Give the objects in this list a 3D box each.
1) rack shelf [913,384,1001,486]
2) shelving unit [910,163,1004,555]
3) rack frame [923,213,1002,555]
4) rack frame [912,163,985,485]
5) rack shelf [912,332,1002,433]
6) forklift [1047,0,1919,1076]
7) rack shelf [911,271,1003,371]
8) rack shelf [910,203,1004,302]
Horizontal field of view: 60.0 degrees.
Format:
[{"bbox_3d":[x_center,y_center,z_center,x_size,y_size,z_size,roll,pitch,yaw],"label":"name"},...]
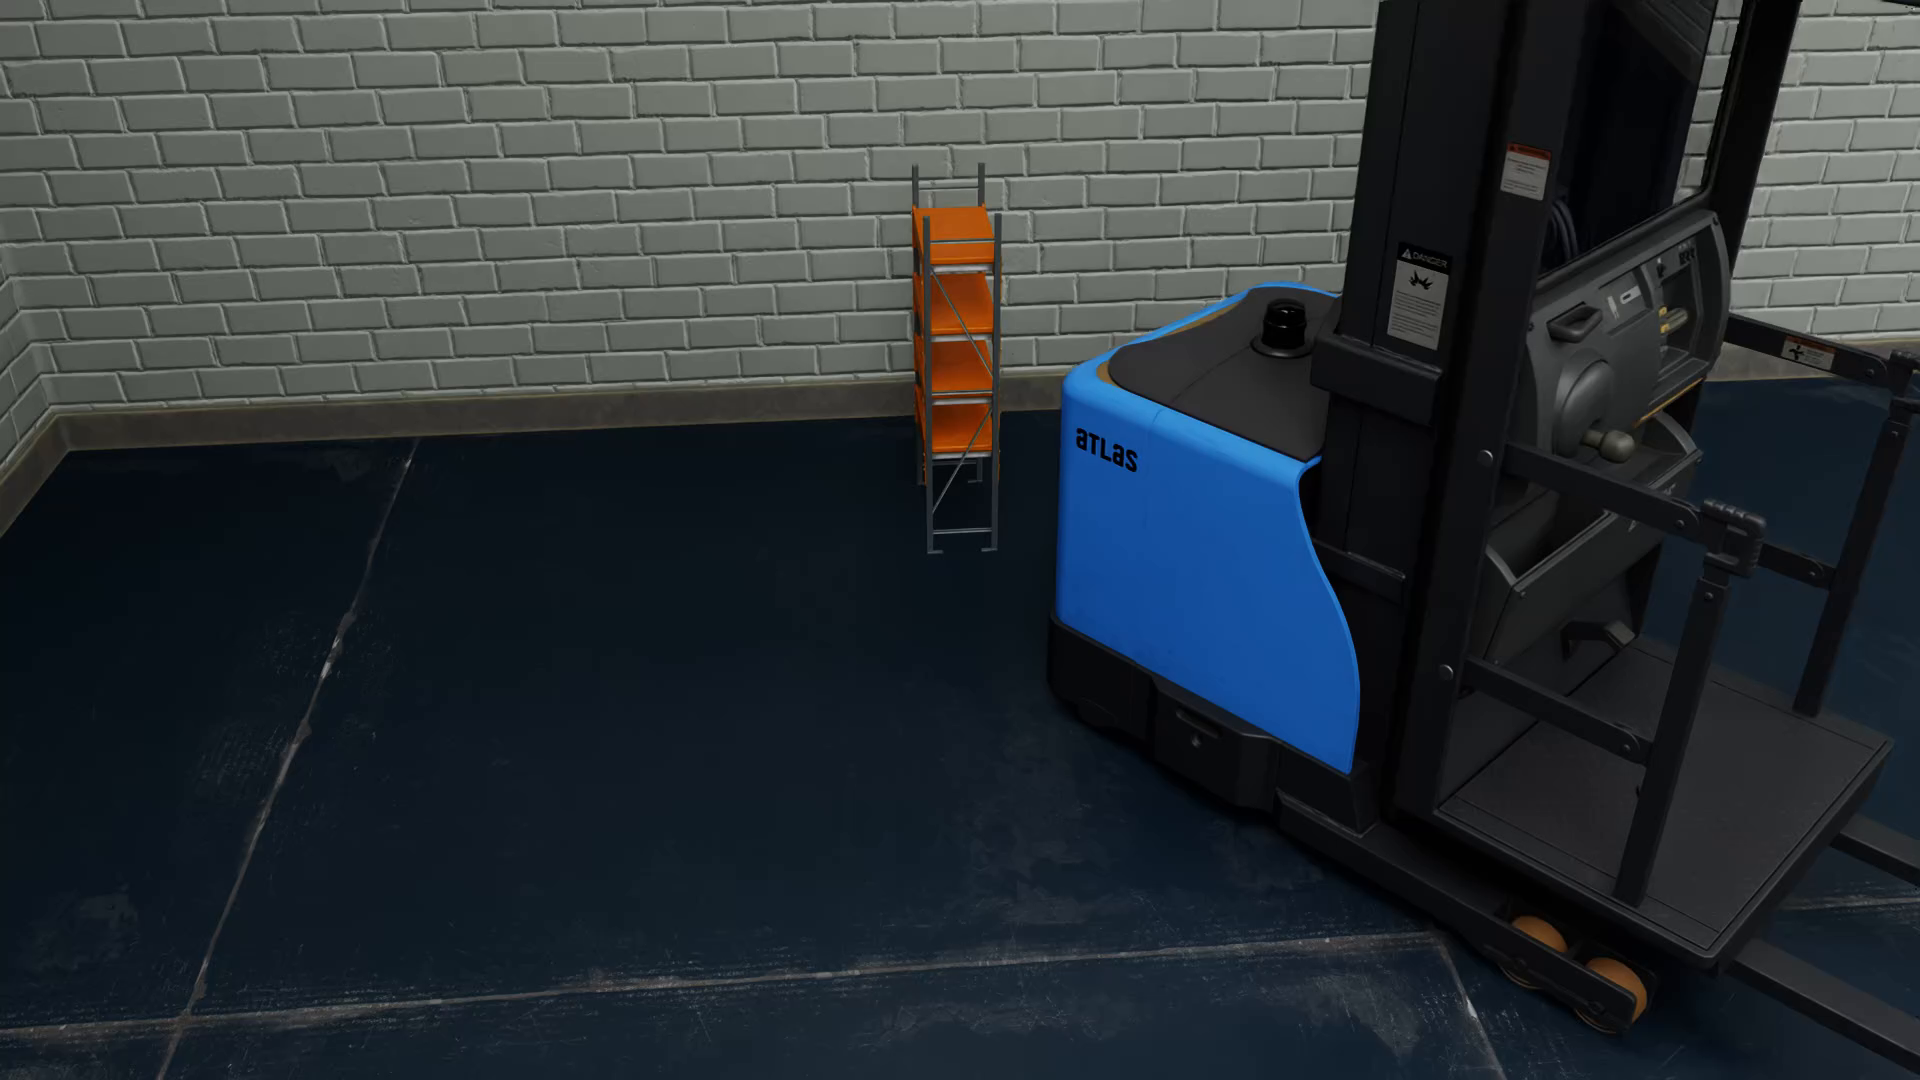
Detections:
[{"bbox_3d":[-0.015,-0.371,5.720,0.258,0.148,0.480,-3,31,-5],"label":"rack shelf"},{"bbox_3d":[-0.015,-0.600,5.584,0.258,1.200,0.503,-3,31,-5],"label":"shelving unit"},{"bbox_3d":[0.007,-0.475,5.375,0.240,1.200,0.015,-3,31,-5],"label":"rack frame"},{"bbox_3d":[-0.038,-0.724,5.792,0.240,1.200,0.015,-3,31,-5],"label":"rack frame"},{"bbox_3d":[-0.015,-0.542,5.618,0.258,0.148,0.480,-3,31,-5],"label":"rack shelf"},{"bbox_3d":[1.652,-0.423,3.600,1.130,2.935,3.031,-27,40,-37],"label":"forklift"},{"bbox_3d":[-0.015,-0.734,5.504,0.258,0.148,0.480,-3,31,-5],"label":"rack shelf"},{"bbox_3d":[-0.015,-0.937,5.382,0.258,0.148,0.480,-3,31,-5],"label":"rack shelf"}]
